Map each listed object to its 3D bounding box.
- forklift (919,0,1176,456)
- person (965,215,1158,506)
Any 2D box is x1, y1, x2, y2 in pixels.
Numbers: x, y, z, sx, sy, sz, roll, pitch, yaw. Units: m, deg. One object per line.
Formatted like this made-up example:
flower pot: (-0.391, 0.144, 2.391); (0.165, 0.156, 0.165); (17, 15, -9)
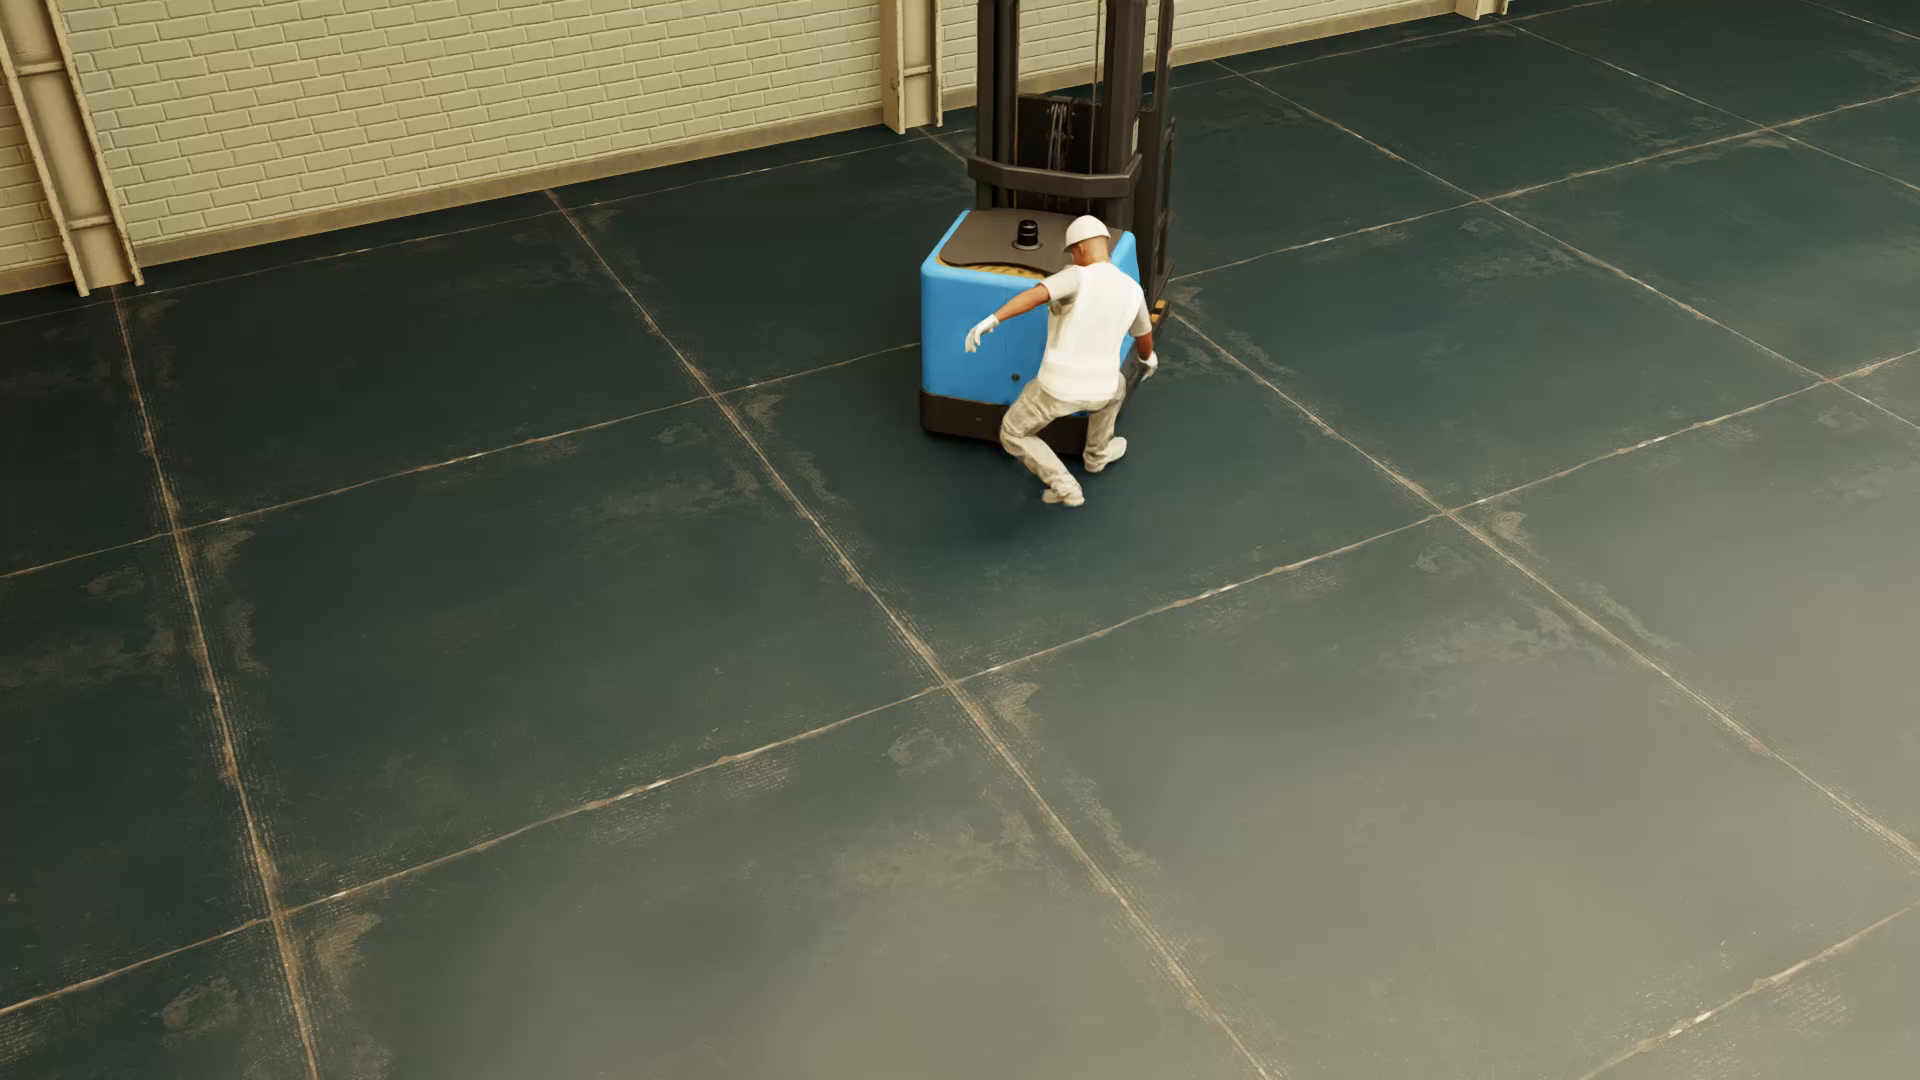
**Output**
forklift: (0.704, -2.511, 9.676); (1.130, 2.935, 3.031); (10, 37, 14)
person: (0.542, -0.829, 8.533); (1.240, 1.523, 0.700); (-12, 37, -17)
